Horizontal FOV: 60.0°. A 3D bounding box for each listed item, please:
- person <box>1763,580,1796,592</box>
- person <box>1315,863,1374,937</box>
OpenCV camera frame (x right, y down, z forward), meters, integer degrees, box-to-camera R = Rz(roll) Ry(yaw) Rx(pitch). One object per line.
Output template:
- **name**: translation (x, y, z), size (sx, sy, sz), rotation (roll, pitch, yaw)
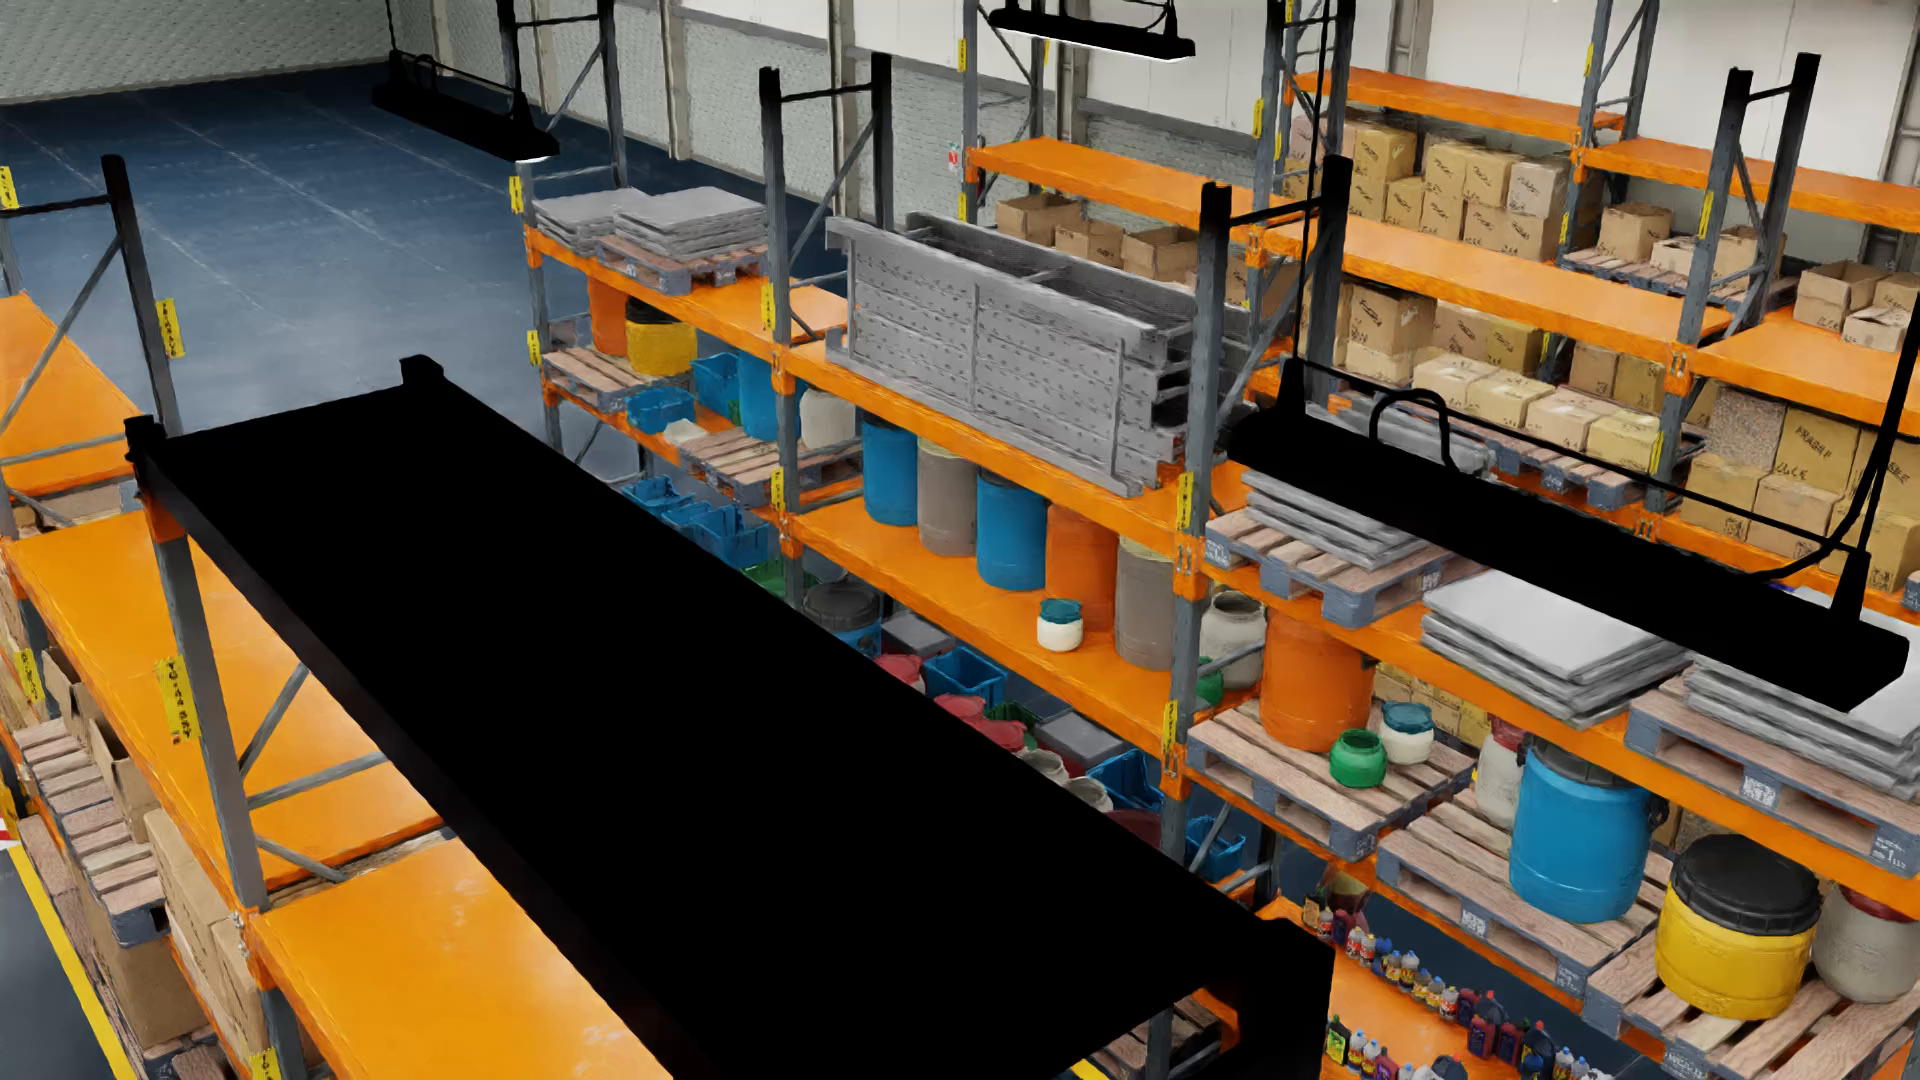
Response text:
- **person**: translation (7.062, 0.897, 14.567), size (0.450, 1.572, 1.083), rotation (-18, 31, -32)
- **person**: translation (2.717, 2.383, 11.509), size (0.598, 1.619, 0.507), rotation (-20, 32, -36)
